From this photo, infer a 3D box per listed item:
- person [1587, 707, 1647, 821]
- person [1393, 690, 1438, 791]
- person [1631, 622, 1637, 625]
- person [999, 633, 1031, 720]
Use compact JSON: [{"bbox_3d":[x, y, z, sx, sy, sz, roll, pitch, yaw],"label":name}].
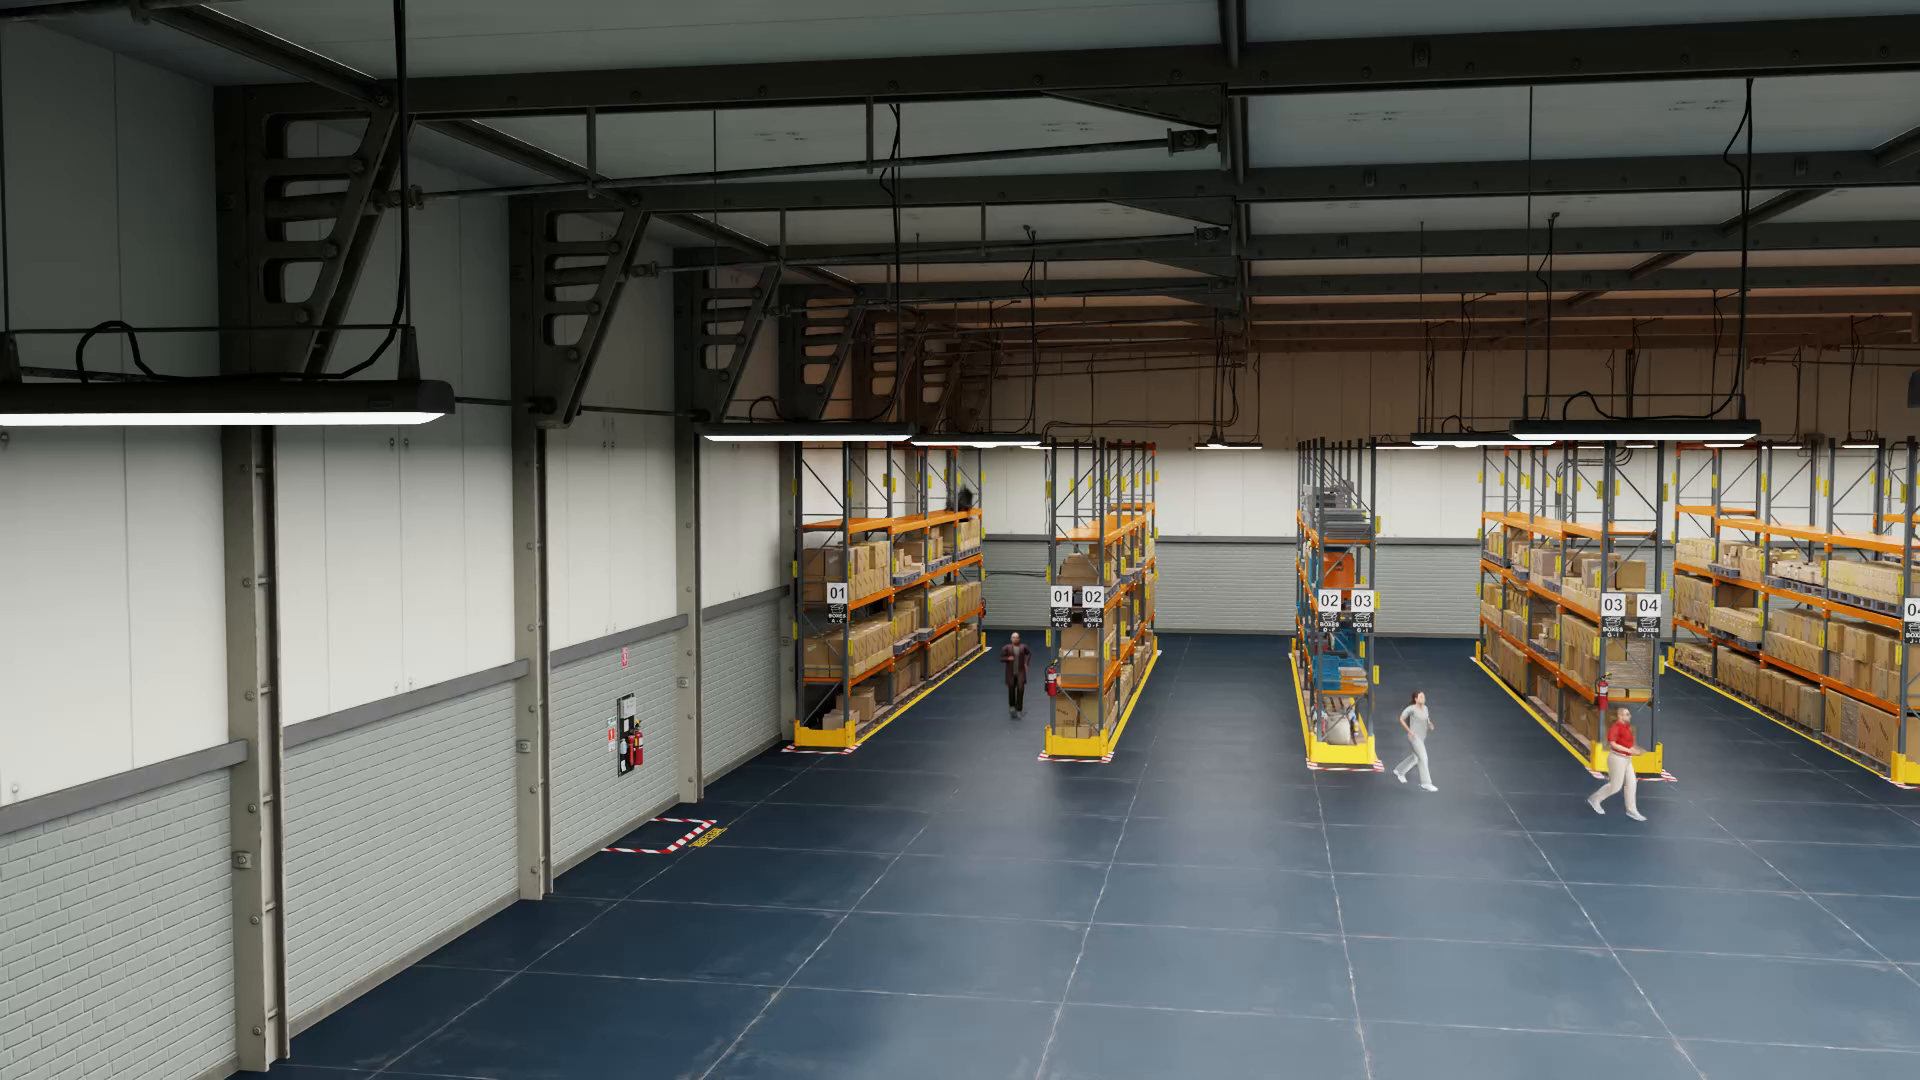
[{"bbox_3d":[10.303,3.485,26.022,0.867,1.755,0.686,3,4,40],"label":"person"},{"bbox_3d":[7.735,3.363,28.208,0.565,1.665,0.909,-2,4,-39],"label":"person"},{"bbox_3d":[18.495,2.551,45.495,0.649,1.573,0.589,-1,3,-14],"label":"person"},{"bbox_3d":[1.197,2.918,35.987,0.692,1.833,0.850,0,3,0],"label":"person"}]
